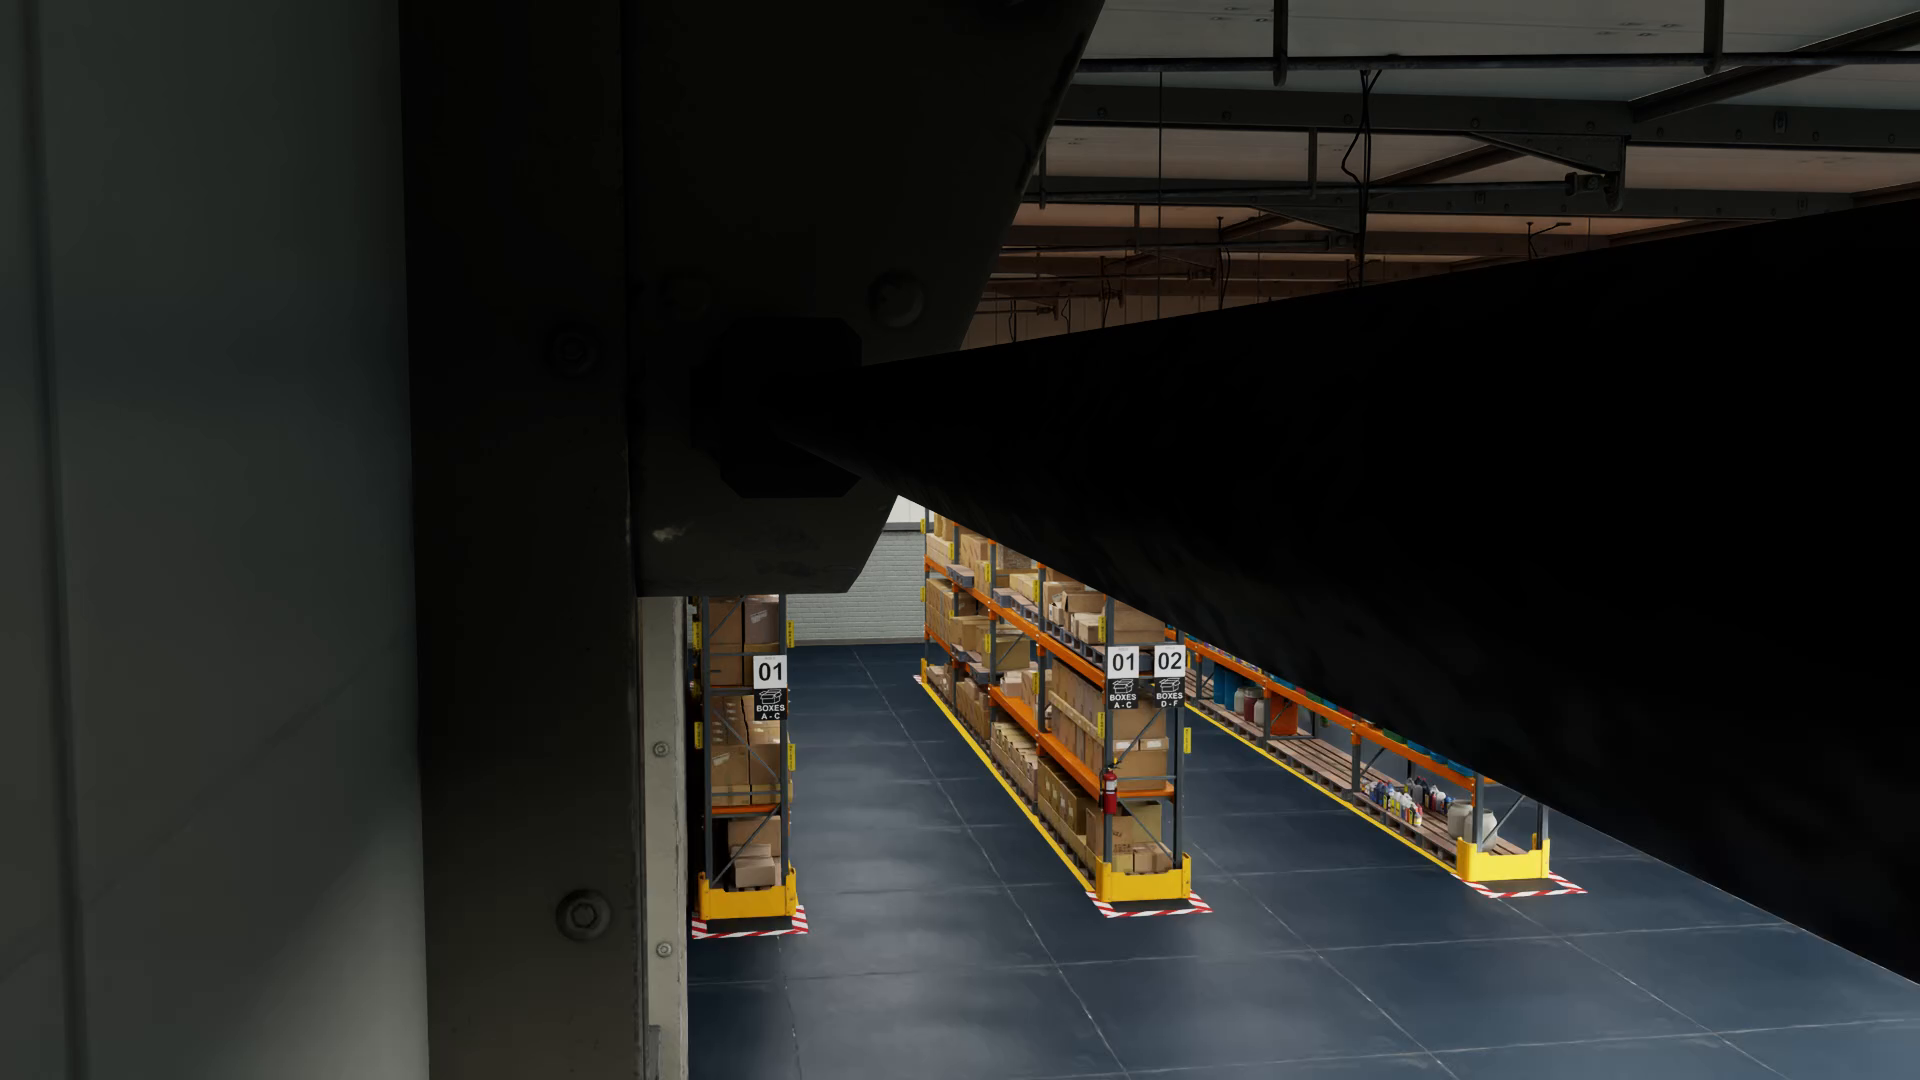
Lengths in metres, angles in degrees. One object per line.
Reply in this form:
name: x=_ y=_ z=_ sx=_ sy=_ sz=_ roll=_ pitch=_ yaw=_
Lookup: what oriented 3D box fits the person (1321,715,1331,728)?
person: x=6.916 y=2.692 z=31.792 sx=0.589 sy=1.699 sz=0.793 roll=0 pitch=5 yaw=0
